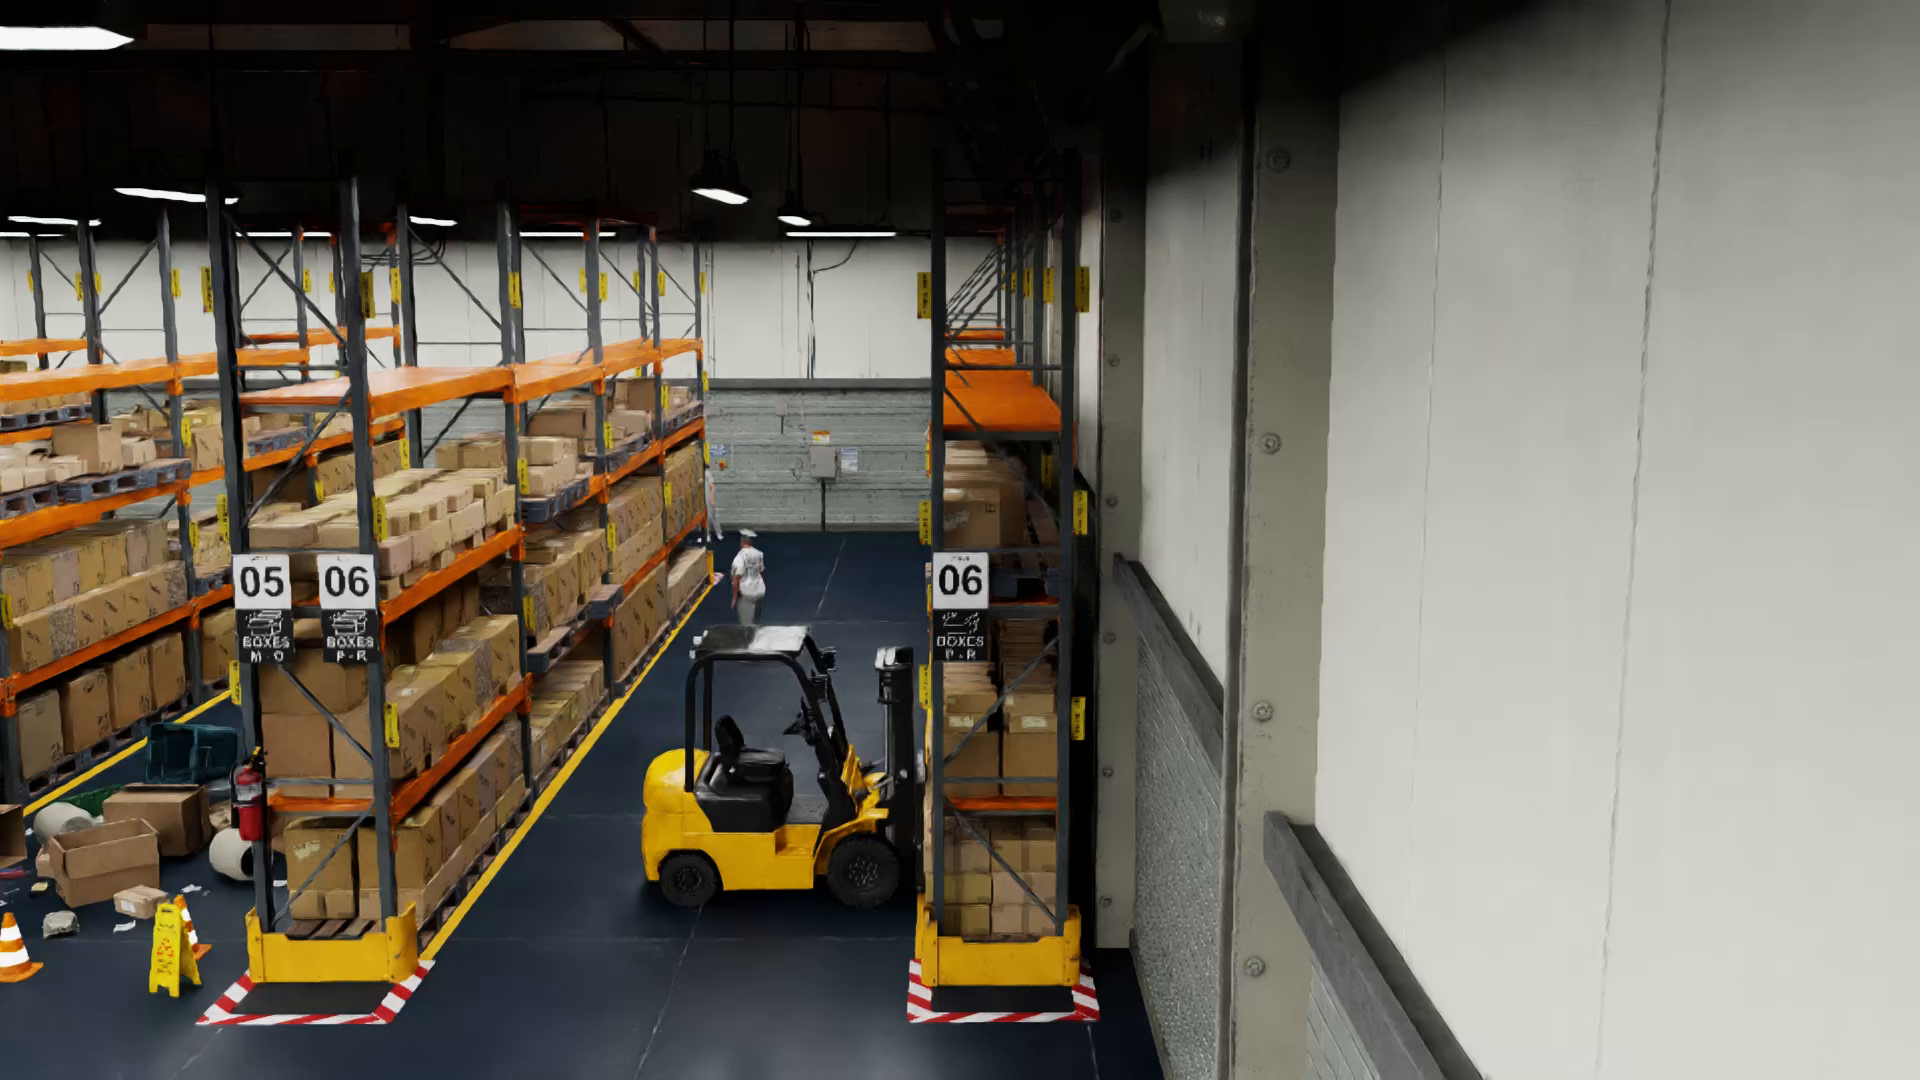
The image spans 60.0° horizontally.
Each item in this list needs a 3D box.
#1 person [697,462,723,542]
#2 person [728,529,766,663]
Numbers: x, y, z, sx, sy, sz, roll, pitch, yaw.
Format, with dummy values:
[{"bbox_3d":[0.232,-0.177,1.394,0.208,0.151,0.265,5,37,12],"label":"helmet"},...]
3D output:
[{"bbox_3d":[-4.887,-0.808,32.295,0.511,1.658,0.554,7,11,35],"label":"person"},{"bbox_3d":[-2.859,0.733,22.330,0.562,1.751,0.623,5,10,29],"label":"person"}]
